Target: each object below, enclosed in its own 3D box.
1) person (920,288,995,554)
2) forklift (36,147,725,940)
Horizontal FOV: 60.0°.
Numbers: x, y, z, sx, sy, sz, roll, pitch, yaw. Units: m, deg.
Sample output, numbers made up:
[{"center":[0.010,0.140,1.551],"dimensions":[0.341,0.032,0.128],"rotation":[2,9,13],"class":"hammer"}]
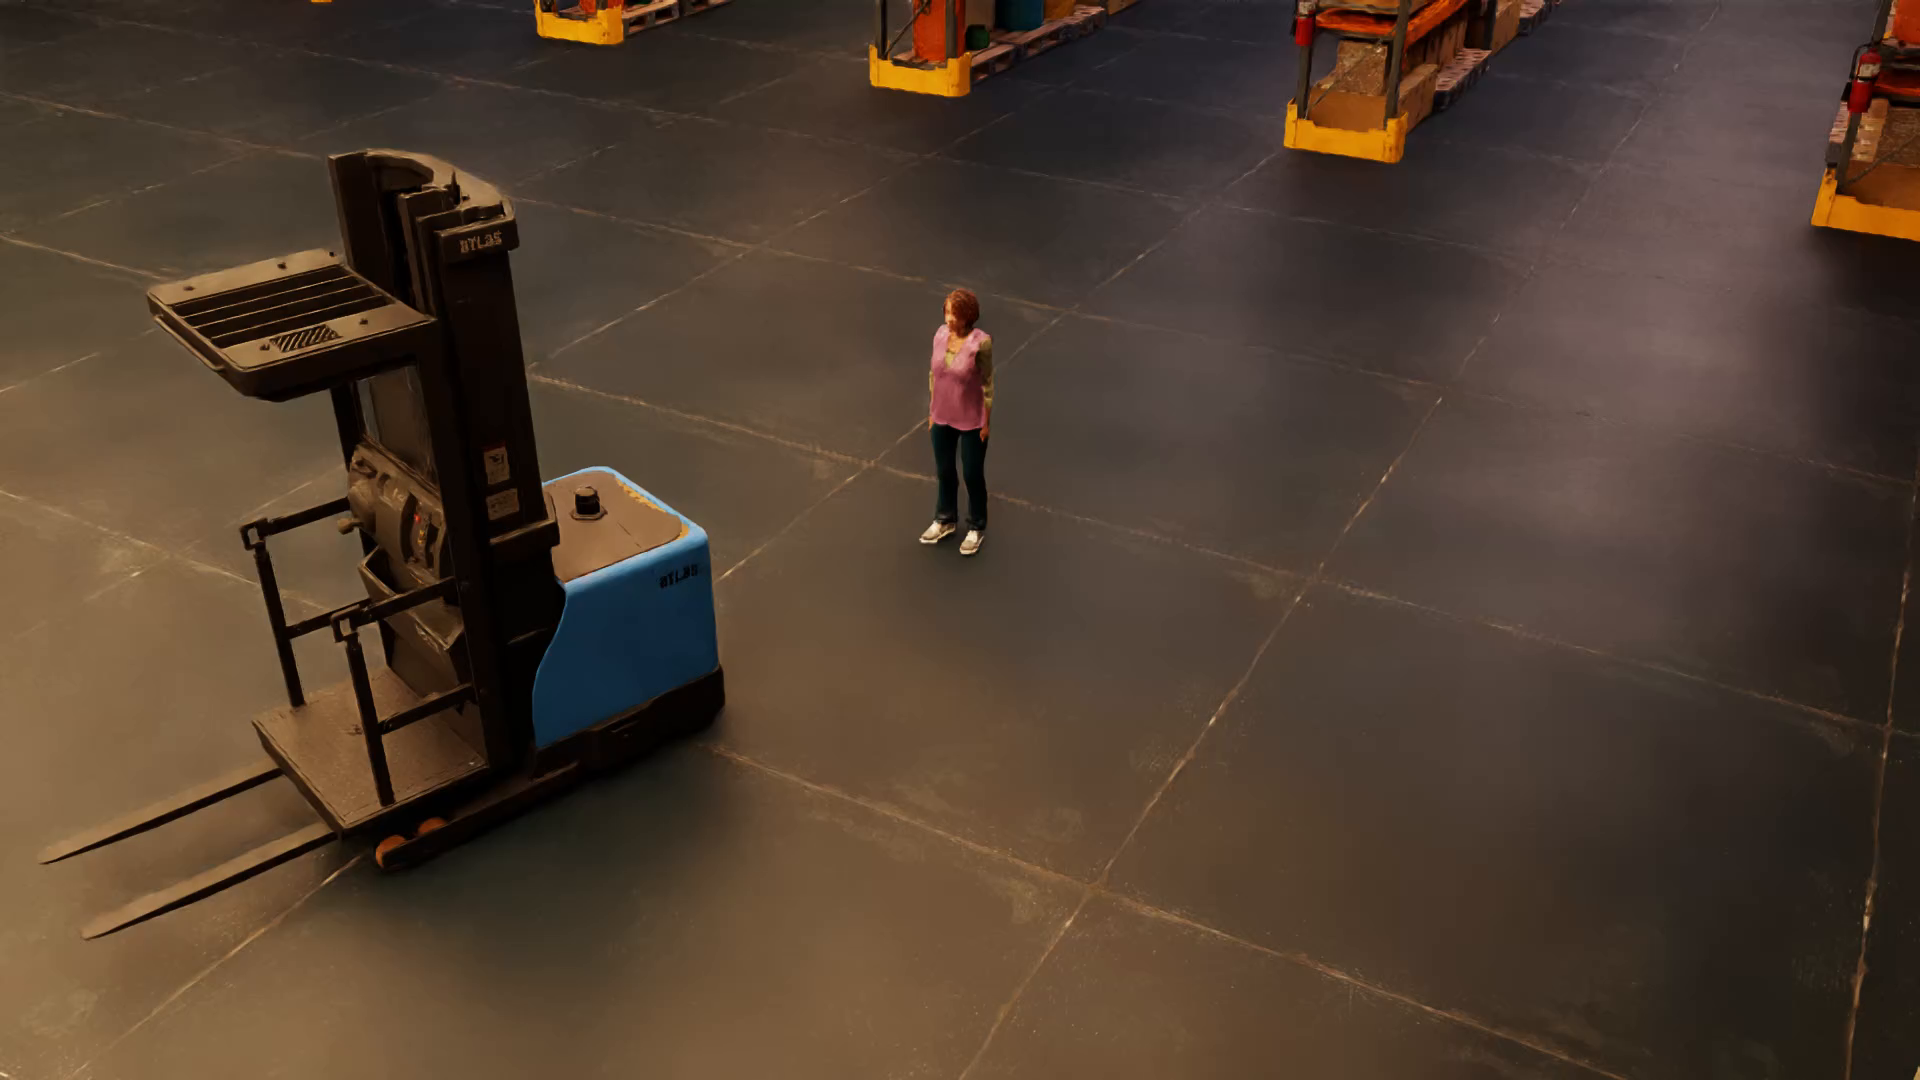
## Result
[{"center":[-0.004,-0.688,9.596],"dimensions":[0.405,1.602,0.311],"rotation":[15,33,25],"class":"person"},{"center":[-2.634,-0.078,7.205],"dimensions":[3.031,2.935,1.130],"rotation":[-24,37,-35],"class":"forklift"}]
